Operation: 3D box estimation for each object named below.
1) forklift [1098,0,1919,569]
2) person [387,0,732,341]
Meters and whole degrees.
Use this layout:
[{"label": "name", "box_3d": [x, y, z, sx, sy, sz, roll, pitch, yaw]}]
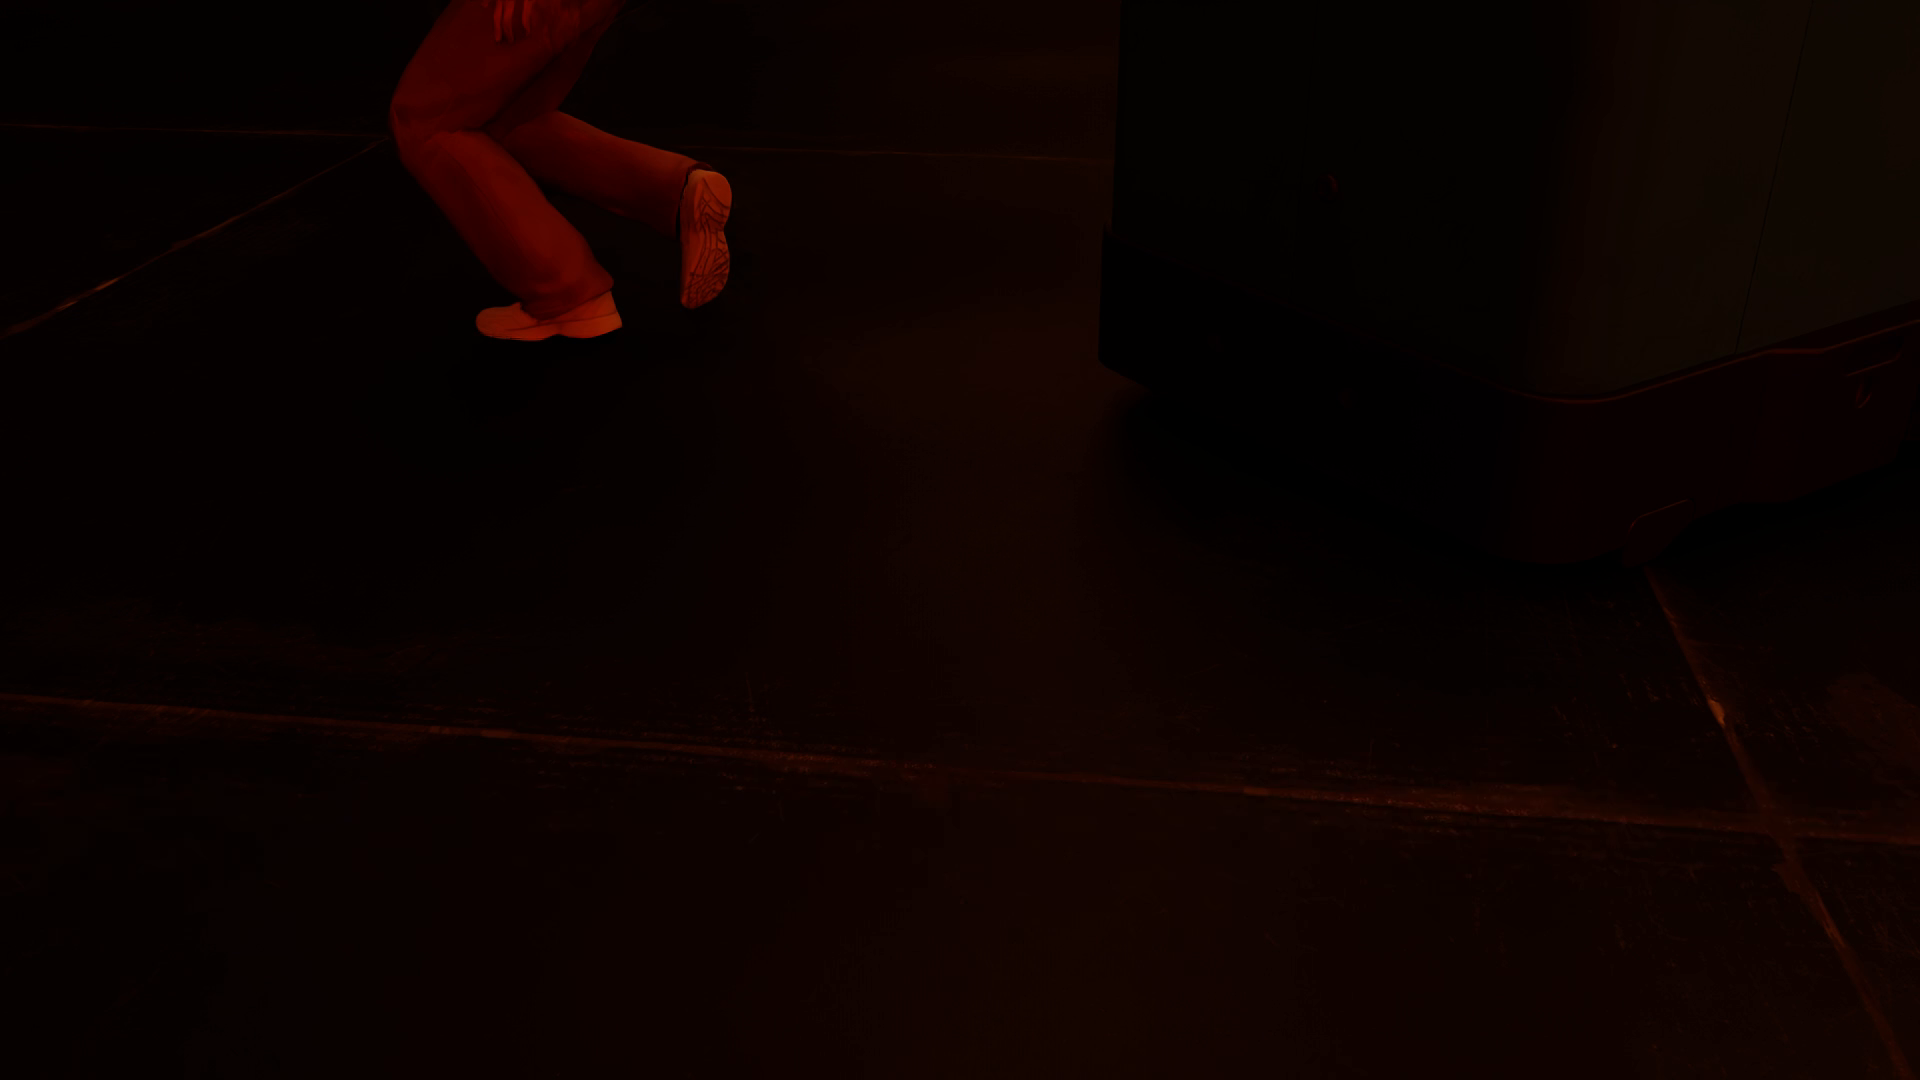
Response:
[{"label": "forklift", "box_3d": [1.766, -1.757, 2.739, 3.031, 2.935, 1.130, -16, 31, -29]}, {"label": "person", "box_3d": [-0.768, -0.994, 3.121, 0.631, 1.254, 0.740, -3, 27, -7]}]
